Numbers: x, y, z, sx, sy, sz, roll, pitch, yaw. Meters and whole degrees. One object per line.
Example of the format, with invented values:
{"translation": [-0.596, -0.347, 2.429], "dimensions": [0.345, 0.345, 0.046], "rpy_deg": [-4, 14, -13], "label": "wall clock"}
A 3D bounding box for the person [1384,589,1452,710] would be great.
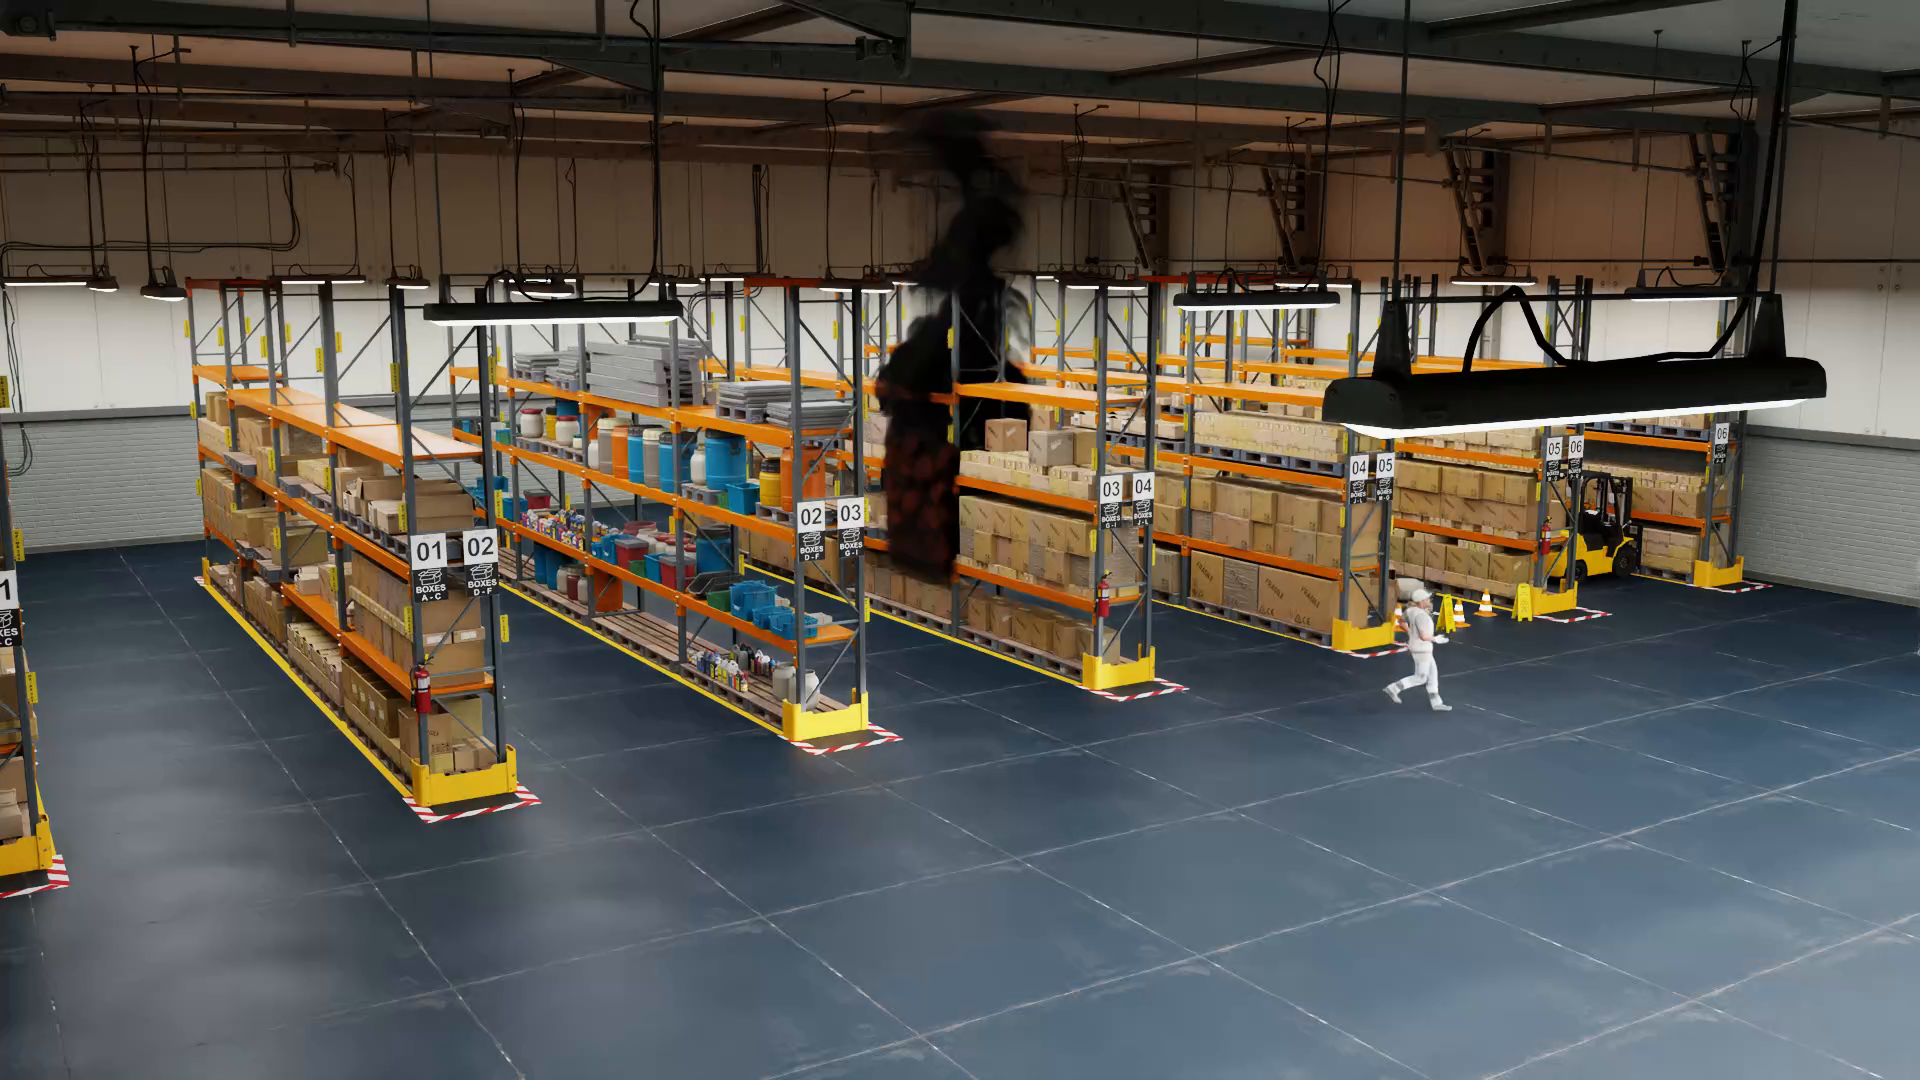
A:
{"translation": [6.488, 1.554, 23.440], "dimensions": [0.993, 1.760, 0.660], "rpy_deg": [0, 10, 2], "label": "person"}

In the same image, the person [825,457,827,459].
{"translation": [-3.436, -1.184, 40.029], "dimensions": [0.809, 1.766, 0.704], "rpy_deg": [2, 10, 10], "label": "person"}
